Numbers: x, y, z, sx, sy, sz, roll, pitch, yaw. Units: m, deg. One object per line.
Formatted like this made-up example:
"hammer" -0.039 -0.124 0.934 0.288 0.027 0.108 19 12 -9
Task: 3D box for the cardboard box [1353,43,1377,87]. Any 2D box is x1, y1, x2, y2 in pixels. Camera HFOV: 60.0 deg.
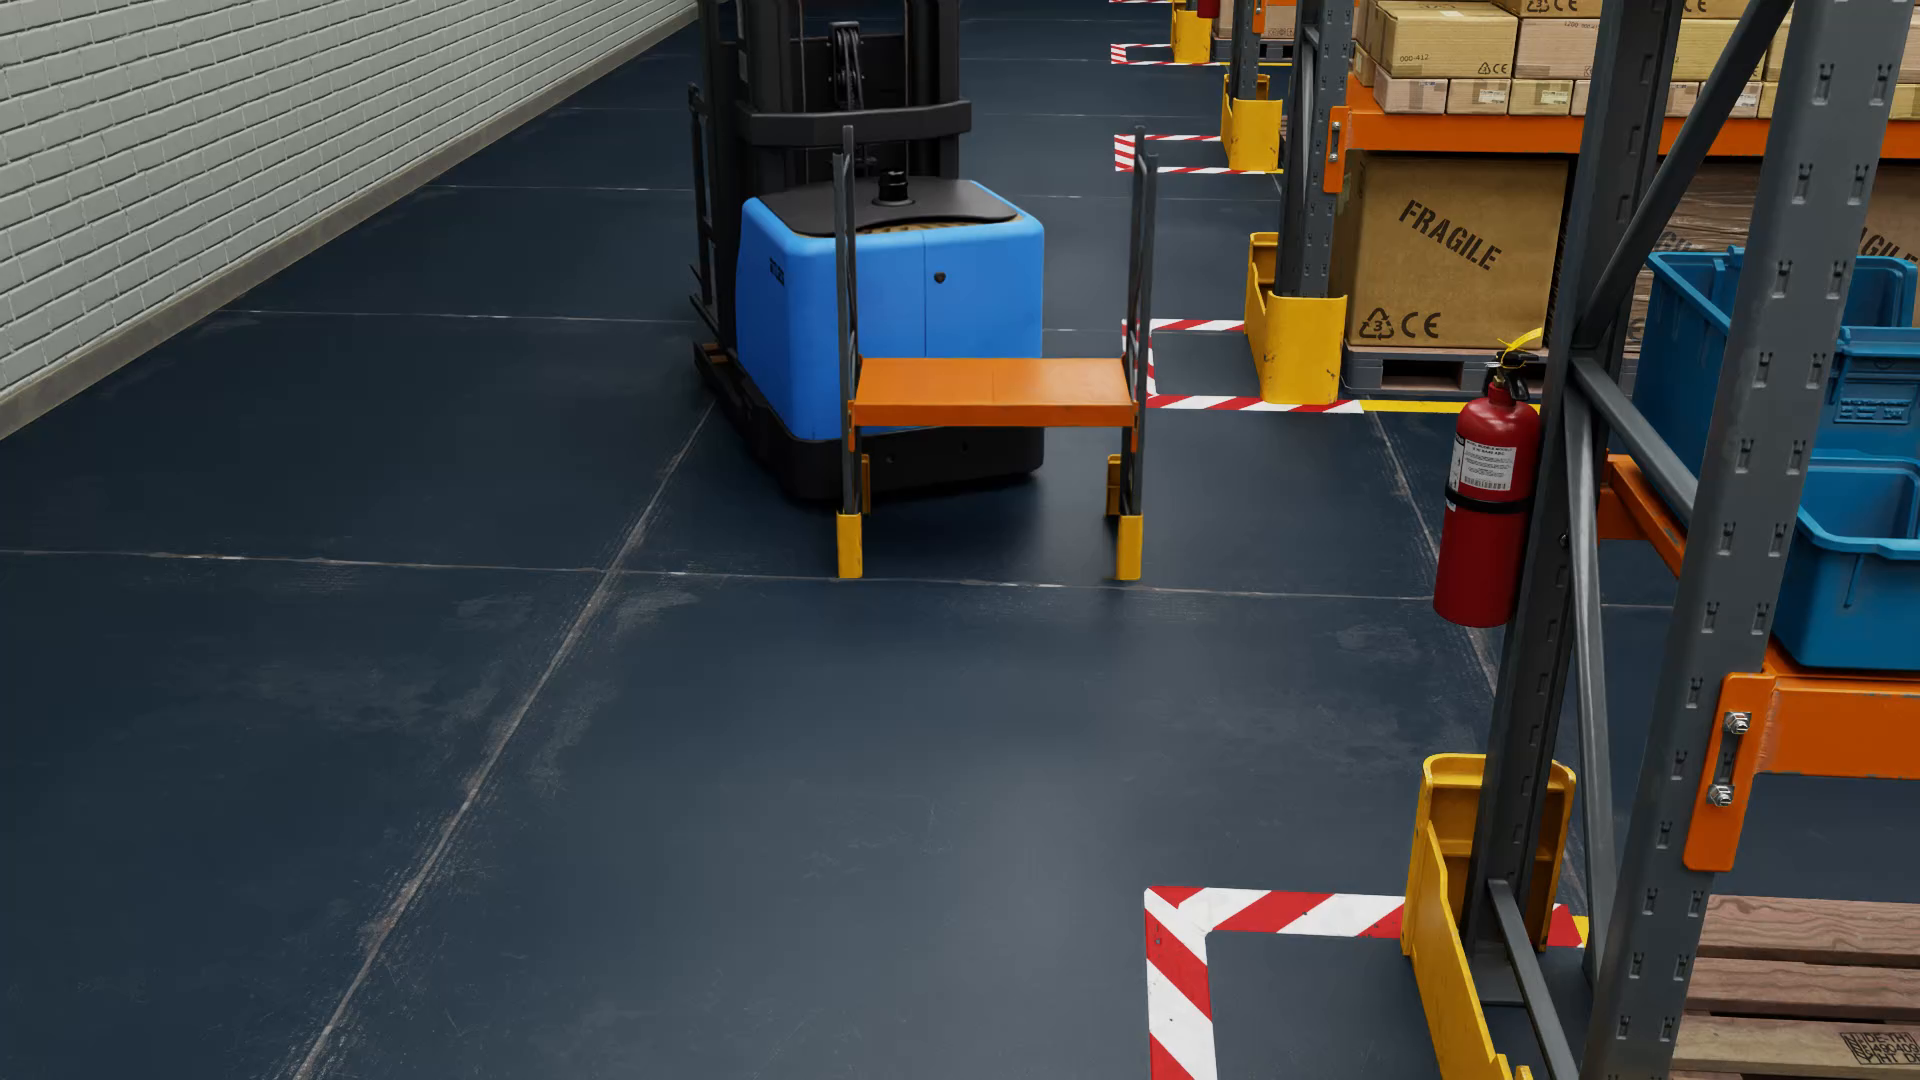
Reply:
"cardboard box" 2.003 -2.234 7.818 0.250 0.149 0.380 2 25 5

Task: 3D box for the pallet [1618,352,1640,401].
"pallet" 3.639 -0.923 8.003 1.213 0.211 1.003 2 25 4

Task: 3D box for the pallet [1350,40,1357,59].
"pallet" 4.398 -5.053 16.979 1.213 0.211 1.003 2 25 4

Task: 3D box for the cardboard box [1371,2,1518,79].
"cardboard box" 2.080 -2.162 7.183 0.500 0.250 0.500 1 25 3

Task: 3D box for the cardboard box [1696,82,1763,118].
"cardboard box" 3.233 -1.920 7.134 0.250 0.149 0.380 2 25 3

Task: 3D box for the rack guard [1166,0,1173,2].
"rack guard" 2.833 -7.284 21.482 0.348 0.500 1.175 2 25 4

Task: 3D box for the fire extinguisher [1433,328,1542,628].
"fire extinguisher" 1.128 -0.148 3.522 0.183 0.674 0.296 2 25 4

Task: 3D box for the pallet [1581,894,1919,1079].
"pallet" 2.063 1.151 3.496 1.213 0.211 1.003 2 25 4

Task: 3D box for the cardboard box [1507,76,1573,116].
"cardboard box" 2.462 -1.944 7.187 0.250 0.149 0.380 1 25 3

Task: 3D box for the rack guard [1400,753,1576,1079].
"rack guard" 1.218 0.982 3.518 0.348 0.500 1.175 2 25 4

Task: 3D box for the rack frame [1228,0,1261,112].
"rack frame" 2.103 -4.287 11.978 0.127 3.000 1.000 2 25 4

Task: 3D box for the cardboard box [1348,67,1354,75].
"cardboard box" 2.883 -3.336 12.107 0.250 0.149 0.380 2 25 5

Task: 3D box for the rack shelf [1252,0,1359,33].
"rack shelf" 4.097 -3.896 11.989 4.000 0.370 1.077 2 25 4

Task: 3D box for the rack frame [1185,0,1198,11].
"rack frame" 2.381 -6.353 16.468 0.127 3.000 1.000 2 25 4

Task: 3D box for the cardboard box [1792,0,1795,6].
"cardboard box" 3.659 -2.337 7.564 0.500 0.250 0.500 2 25 4

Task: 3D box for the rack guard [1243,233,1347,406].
"rack guard" 1.599 -1.088 8.016 0.348 0.500 1.175 2 25 4

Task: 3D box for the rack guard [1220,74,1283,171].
"rack guard" 2.179 -3.149 12.495 0.348 0.500 1.175 2 25 4

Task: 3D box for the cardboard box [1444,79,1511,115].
"cardboard box" 2.207 -1.952 7.204 0.250 0.149 0.380 1 25 3

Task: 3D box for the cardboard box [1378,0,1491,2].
"cardboard box" 2.128 -2.724 7.509 0.500 0.500 0.500 2 25 5

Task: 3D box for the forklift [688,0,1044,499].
"forklift" -0.630 -2.080 7.263 1.130 2.935 3.031 -8 26 -18

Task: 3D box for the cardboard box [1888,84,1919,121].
"cardboard box" 4.000 -1.895 7.080 0.250 0.149 0.380 1 25 3

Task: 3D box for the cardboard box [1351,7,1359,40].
"cardboard box" 3.960 -5.375 16.905 0.875 0.438 0.875 2 25 5

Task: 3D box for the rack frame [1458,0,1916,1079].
"rack frame" 1.243 -0.158 3.006 0.127 3.000 1.000 2 25 4

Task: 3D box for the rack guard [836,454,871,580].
"rack guard" -0.391 -0.094 6.155 0.087 0.250 0.587 0 25 0

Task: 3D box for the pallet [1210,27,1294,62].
"pallet" 3.184 -5.093 17.066 1.213 0.211 1.003 2 25 4

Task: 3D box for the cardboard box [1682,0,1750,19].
"cardboard box" 3.096 -2.472 6.961 0.500 0.500 0.500 1 25 3

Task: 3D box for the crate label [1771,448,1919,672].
"crate label" 1.464 0.036 2.713 0.303 0.233 0.416 2 25 4

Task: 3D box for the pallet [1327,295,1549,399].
"pallet" 2.426 -0.963 8.090 1.213 0.211 1.003 2 25 4

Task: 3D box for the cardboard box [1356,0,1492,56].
"cardboard box" 2.126 -2.385 7.668 0.500 0.250 0.500 1 25 3

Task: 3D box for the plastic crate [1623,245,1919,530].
"plastic crate" 1.592 -0.269 3.132 0.499 0.435 0.616 2 25 4

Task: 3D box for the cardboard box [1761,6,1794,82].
"cardboard box" 3.621 -2.116 7.083 0.500 0.250 0.500 1 25 3

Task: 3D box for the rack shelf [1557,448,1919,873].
"rack shelf" 3.237 0.232 3.017 4.000 0.370 1.077 2 25 4

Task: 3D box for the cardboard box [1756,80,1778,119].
"cardboard box" 3.485 -1.911 7.115 0.250 0.149 0.380 1 25 3

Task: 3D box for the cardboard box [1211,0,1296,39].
"cardboard box" 3.047 -5.400 16.961 0.875 0.438 0.875 1 25 2

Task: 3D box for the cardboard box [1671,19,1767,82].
"cardboard box" 3.100 -2.130 7.115 0.500 0.250 0.500 1 25 2

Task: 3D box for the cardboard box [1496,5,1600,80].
"cardboard box" 2.599 -2.148 7.153 0.500 0.250 0.500 2 25 3

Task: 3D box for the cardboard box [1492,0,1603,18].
"cardboard box" 2.579 -2.486 6.992 0.500 0.500 0.500 1 25 3

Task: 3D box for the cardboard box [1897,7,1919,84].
"cardboard box" 4.125 -2.098 7.045 0.500 0.250 0.500 2 25 5

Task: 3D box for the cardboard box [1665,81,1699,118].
"cardboard box" 2.976 -1.928 7.151 0.250 0.149 0.380 1 25 3

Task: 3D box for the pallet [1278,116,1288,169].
"pallet" 2.986 -2.977 12.467 1.213 0.211 1.003 2 25 4

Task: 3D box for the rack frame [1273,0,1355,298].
"rack frame" 1.623 -2.223 7.492 0.127 3.000 1.000 2 25 4

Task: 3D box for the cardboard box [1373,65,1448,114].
"cardboard box" 1.951 -1.960 7.221 0.250 0.149 0.380 2 25 5

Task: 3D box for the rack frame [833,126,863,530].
"rack frame" -0.392 -0.662 5.894 0.032 1.500 0.500 0 25 0

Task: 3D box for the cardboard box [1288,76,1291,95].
"cardboard box" 2.651 -3.420 12.645 0.250 0.149 0.380 1 25 3

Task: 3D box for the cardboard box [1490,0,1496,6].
"cardboard box" 2.632 -2.368 7.632 0.500 0.250 0.500 1 25 3

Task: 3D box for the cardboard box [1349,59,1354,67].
"cardboard box" 2.896 -3.509 12.485 0.250 0.149 0.380 2 25 5

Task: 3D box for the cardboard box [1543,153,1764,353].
"cardboard box" 3.174 -1.432 7.813 0.875 0.875 0.875 2 25 4

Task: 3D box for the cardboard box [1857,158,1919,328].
"cardboard box" 4.061 -1.404 7.751 0.875 0.875 0.875 2 25 4

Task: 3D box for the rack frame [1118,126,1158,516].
"rack frame" 0.624 -0.658 5.885 0.032 1.500 0.500 0 25 0

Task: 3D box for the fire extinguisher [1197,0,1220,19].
"fire extinguisher" 1.887 -4.283 12.507 0.183 0.674 0.296 2 25 4

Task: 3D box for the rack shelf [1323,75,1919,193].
"rack shelf" 3.617 -1.832 7.503 4.000 0.370 1.077 2 25 4

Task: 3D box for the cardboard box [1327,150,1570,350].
"cardboard box" 2.267 -1.461 7.876 0.875 0.875 0.875 2 25 4

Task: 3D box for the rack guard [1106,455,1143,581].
"rack guard" 0.605 -0.090 6.146 0.087 0.250 0.587 0 25 0

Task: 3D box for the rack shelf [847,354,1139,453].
"rack shelf" 0.116 -0.496 5.964 1.000 0.185 0.538 0 25 0

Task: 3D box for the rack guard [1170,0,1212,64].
"rack guard" 2.357 -5.218 16.992 0.348 0.500 1.175 2 25 4

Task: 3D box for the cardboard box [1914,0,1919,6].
"cardboard box" 4.143 -2.658 7.364 0.500 0.500 0.500 1 25 2

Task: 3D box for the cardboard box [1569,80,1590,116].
"cardboard box" 2.723 -1.936 7.170 0.250 0.149 0.380 1 25 3

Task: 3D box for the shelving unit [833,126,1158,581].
"shelving unit" 0.107 -0.660 5.889 1.083 1.500 0.587 0 25 0
